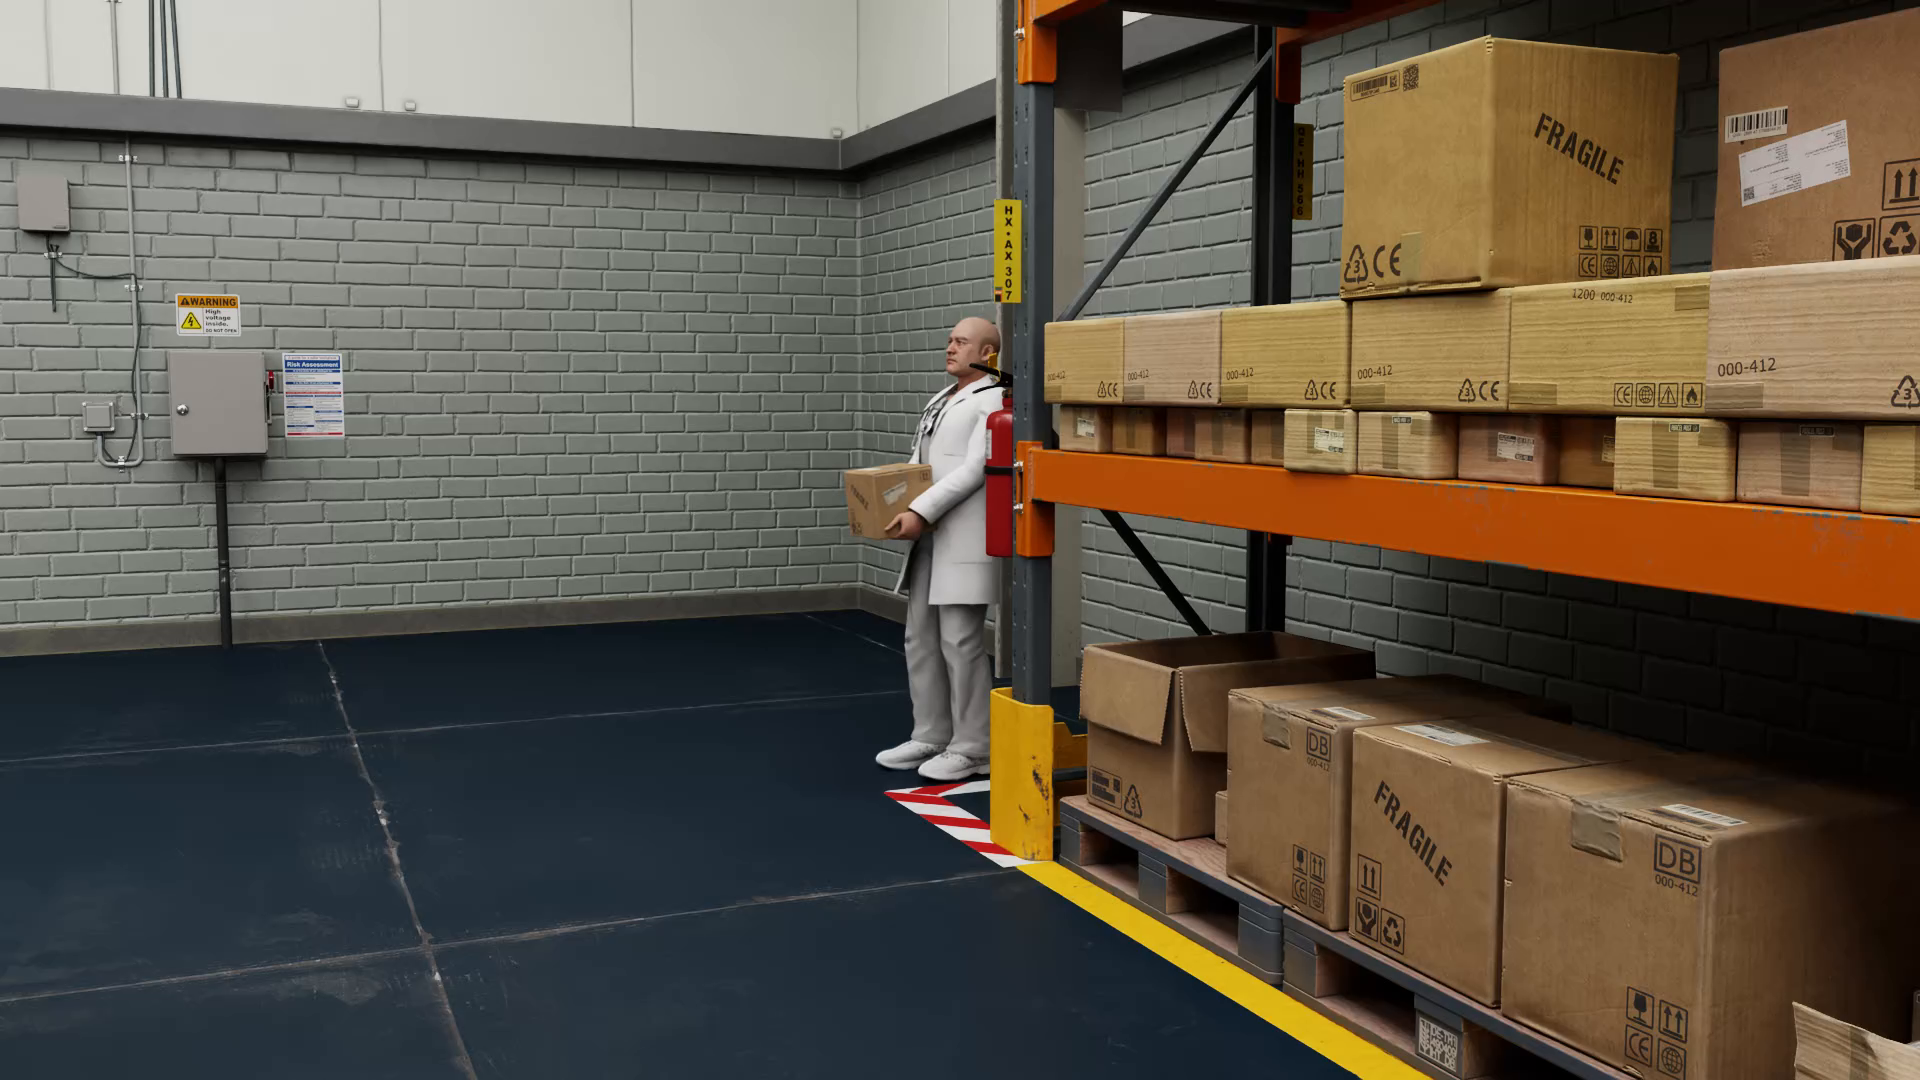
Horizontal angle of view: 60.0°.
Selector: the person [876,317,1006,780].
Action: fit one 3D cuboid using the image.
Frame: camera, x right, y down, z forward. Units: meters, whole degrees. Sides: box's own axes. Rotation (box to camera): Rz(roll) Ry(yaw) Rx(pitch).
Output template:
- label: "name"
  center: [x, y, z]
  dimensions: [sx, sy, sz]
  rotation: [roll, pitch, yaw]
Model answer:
- label: "person"
  center: [-0.098, 0.027, 6.426]
  dimensions: [0.554, 1.769, 0.527]
  rotation: [-3, 6, -30]
